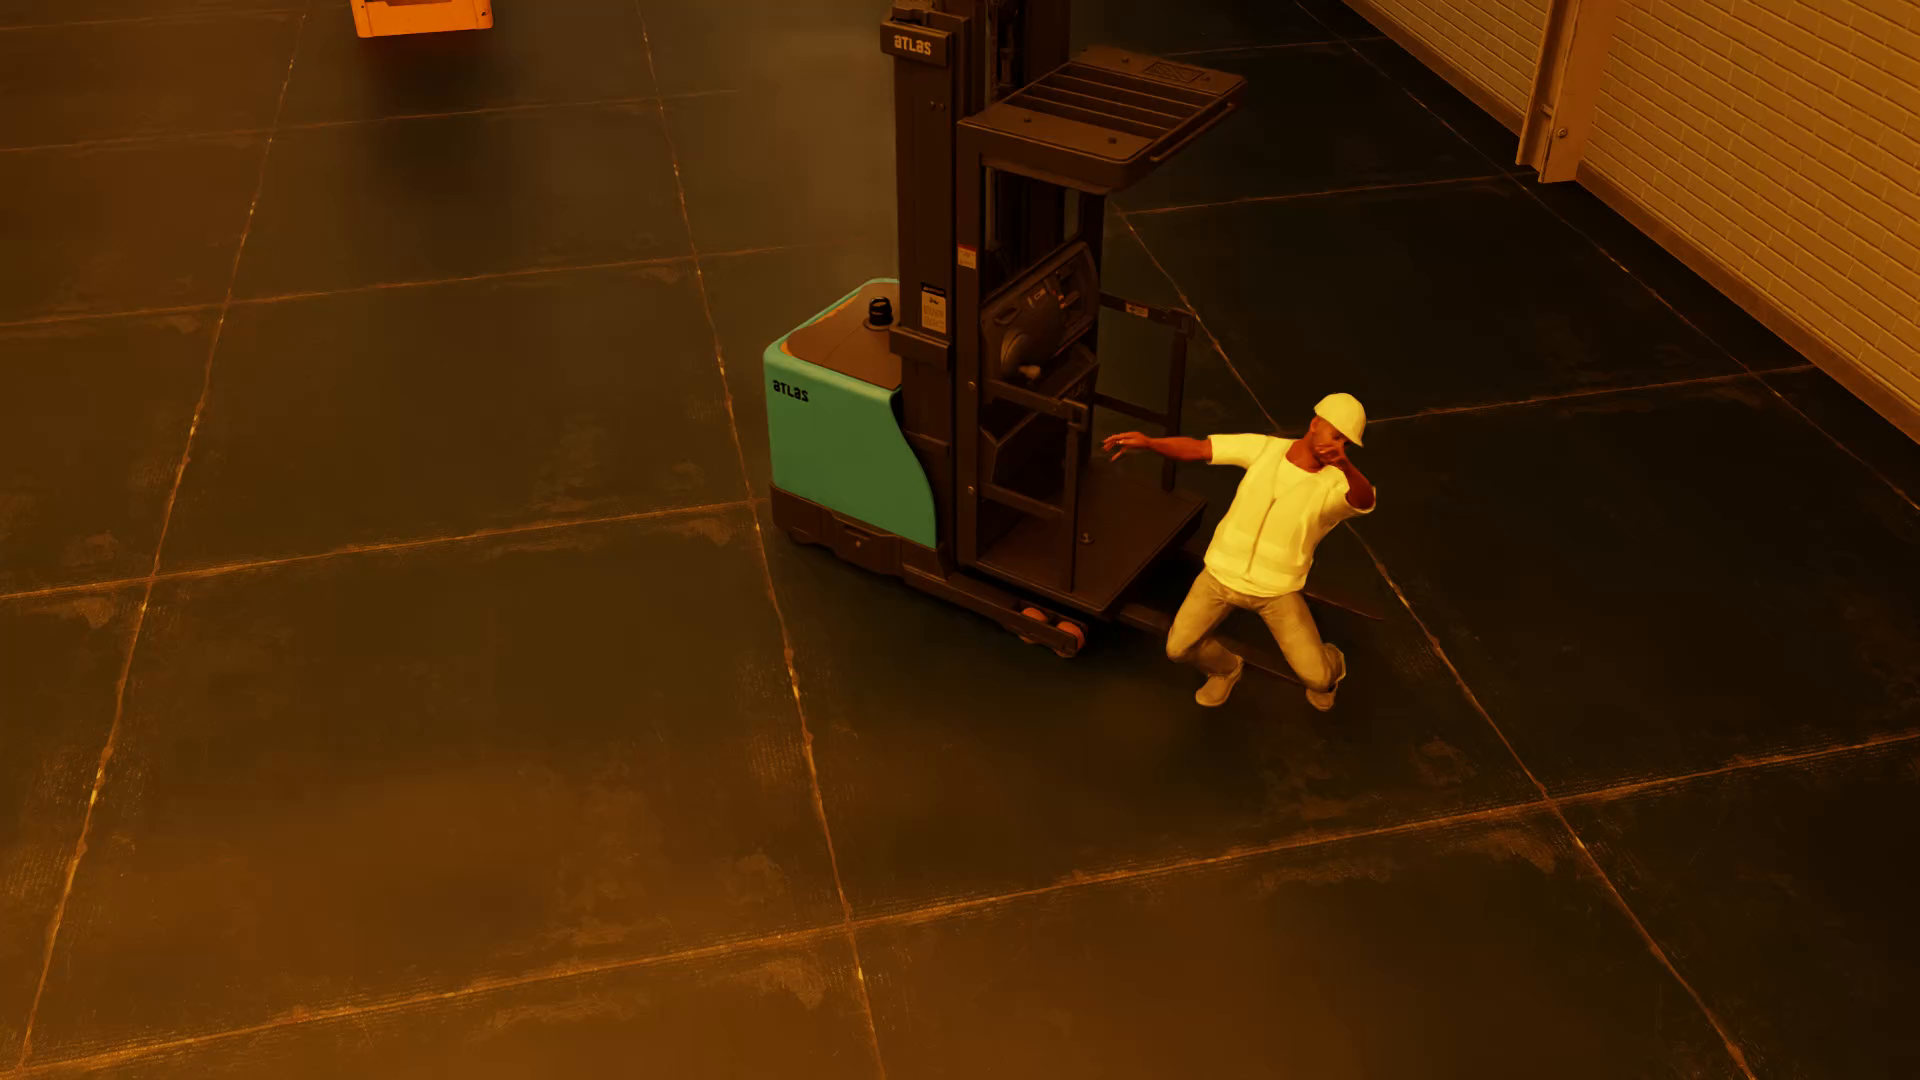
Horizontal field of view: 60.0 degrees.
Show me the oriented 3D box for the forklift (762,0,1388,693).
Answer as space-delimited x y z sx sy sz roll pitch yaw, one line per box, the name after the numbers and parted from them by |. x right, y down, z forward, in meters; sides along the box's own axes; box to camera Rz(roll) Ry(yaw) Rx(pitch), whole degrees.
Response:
0.541 -0.994 7.432 3.031 2.935 1.130 21 41 27 | forklift

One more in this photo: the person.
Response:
1.156 0.027 7.001 1.100 1.576 0.710 14 38 19 | person
